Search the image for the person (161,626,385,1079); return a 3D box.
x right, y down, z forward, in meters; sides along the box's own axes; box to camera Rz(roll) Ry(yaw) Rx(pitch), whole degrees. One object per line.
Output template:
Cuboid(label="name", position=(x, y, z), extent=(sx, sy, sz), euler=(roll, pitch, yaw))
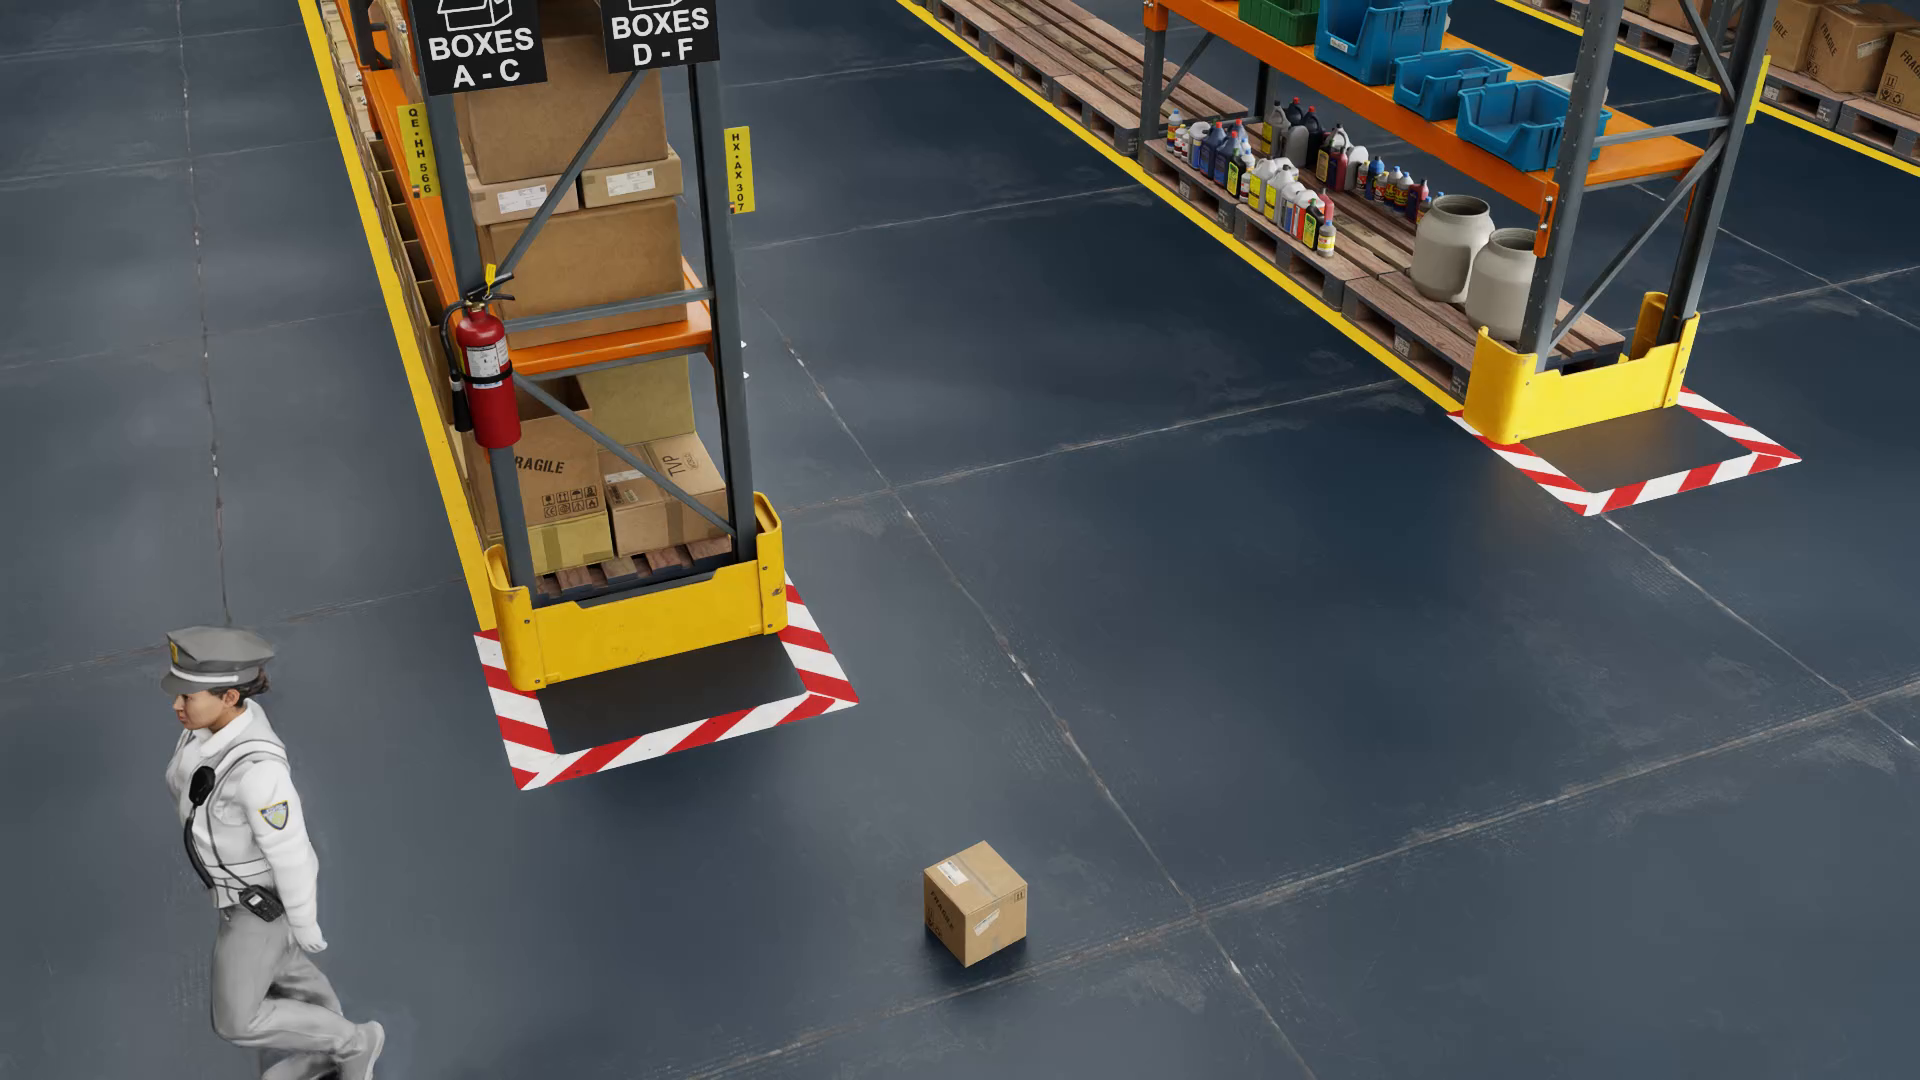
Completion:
Cuboid(label="person", position=(-1.969, 0.962, 4.633), extent=(0.435, 1.690, 0.488), euler=(-20, 38, -27))
